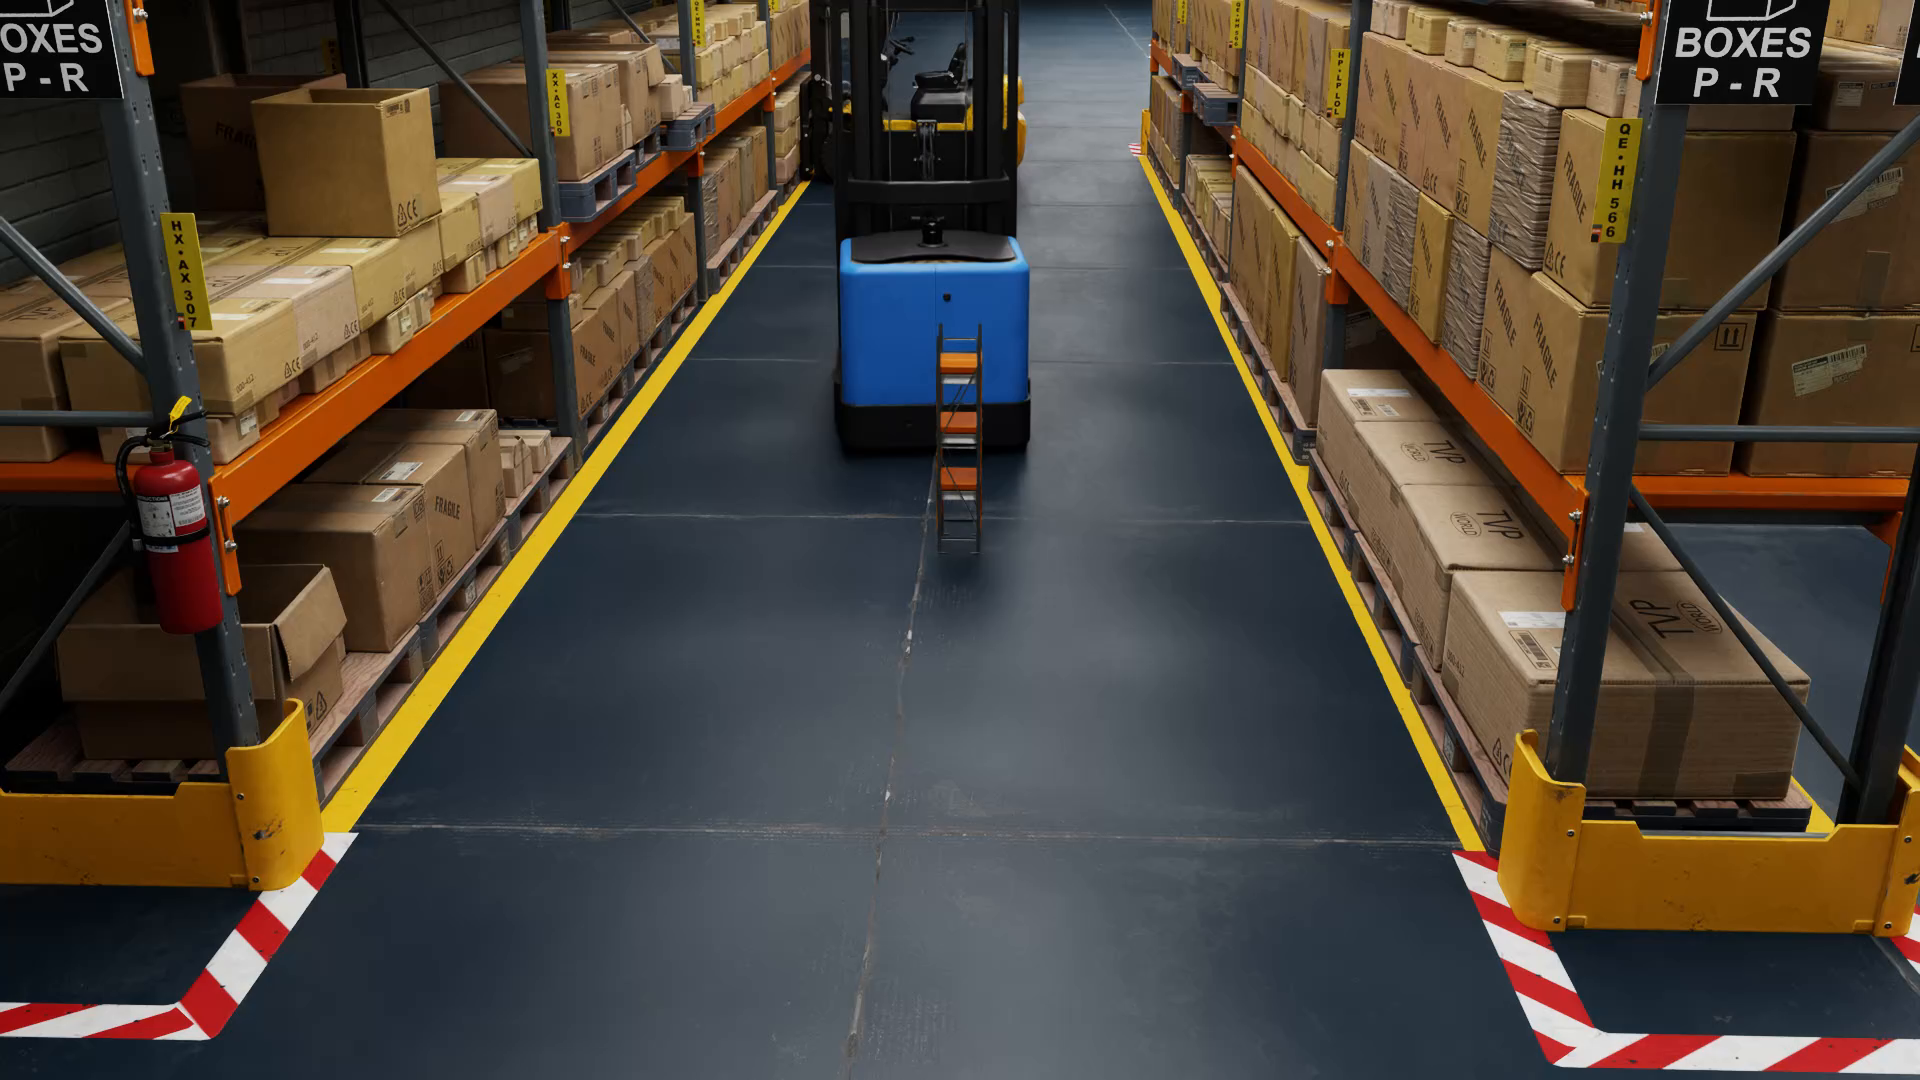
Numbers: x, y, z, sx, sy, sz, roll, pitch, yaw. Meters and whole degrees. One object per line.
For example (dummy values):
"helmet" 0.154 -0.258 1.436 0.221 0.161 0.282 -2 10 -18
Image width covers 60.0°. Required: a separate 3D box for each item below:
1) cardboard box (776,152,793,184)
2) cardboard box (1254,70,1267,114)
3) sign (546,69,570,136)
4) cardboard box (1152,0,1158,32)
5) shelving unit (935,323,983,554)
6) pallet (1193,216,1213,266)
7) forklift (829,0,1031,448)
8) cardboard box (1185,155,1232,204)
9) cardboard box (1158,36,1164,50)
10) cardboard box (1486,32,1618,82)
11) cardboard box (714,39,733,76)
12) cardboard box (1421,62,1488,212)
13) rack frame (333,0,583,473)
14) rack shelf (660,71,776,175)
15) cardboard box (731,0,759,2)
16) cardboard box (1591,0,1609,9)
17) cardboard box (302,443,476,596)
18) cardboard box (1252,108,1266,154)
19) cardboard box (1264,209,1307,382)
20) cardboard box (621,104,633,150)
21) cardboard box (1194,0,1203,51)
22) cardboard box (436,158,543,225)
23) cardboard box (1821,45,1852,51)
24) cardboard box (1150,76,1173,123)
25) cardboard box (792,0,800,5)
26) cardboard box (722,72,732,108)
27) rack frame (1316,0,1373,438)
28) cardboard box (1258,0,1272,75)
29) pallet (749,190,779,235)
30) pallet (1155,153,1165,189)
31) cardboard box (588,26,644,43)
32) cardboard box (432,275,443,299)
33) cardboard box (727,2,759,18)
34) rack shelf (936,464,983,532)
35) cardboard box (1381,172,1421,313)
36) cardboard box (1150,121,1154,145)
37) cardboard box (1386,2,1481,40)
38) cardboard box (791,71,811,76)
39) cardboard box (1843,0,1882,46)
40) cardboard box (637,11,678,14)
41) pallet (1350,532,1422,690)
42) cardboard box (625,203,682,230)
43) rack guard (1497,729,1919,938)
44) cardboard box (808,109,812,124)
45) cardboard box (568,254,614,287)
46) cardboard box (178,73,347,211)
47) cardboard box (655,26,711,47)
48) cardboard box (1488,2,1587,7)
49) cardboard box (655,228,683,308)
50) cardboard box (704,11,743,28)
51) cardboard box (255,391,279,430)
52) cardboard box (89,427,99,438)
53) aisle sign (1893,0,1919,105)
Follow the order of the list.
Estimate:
"cardboard box" -1.969 -3.765 16.806 0.500 0.250 0.500 1 21 2
"cardboard box" 2.246 -2.976 11.068 0.500 0.250 0.500 1 21 3
"sign" -2.015 -2.188 8.324 0.100 0.325 0.005 1 21 2
"cardboard box" 2.477 -6.090 19.028 0.500 0.500 0.500 0 21 1
"shelving unit" -0.002 -0.470 7.789 0.215 1.050 0.252 1 21 2
"pallet" 2.590 -2.603 14.445 1.003 0.211 1.213 1 21 2
"forklift" -0.220 -2.362 10.064 1.130 2.935 3.031 -1 21 -3
"cardboard box" 2.633 -3.408 15.716 0.950 0.372 0.625 1 21 2
"cardboard box" 2.415 -5.557 18.552 0.380 0.149 0.250 1 21 2
"cardboard box" 2.077 -1.697 5.838 0.380 0.149 0.250 1 21 3
"cardboard box" -2.128 -3.924 13.513 0.500 0.250 0.500 0 21 0
"cardboard box" 2.081 -1.527 6.298 0.500 0.500 0.500 0 21 1
"rack frame" -2.558 -1.787 8.488 1.000 3.000 0.127 1 21 2
"rack shelf" -2.375 -3.621 14.210 1.077 0.370 4.000 1 21 2
"cardboard box" -2.008 -5.279 16.043 0.380 0.149 0.250 1 21 3
"cardboard box" 7.753 -5.990 19.113 0.875 0.550 0.550 1 21 2
"cardboard box" -2.385 -0.090 6.990 0.500 0.500 0.500 1 21 3
"cardboard box" 2.261 -2.750 11.178 0.500 0.250 0.500 0 21 0
"cardboard box" 2.362 -1.491 10.081 0.875 0.875 0.875 1 21 3
"cardboard box" -2.132 -2.418 9.720 0.396 0.266 0.258 2 21 4
"cardboard box" 2.303 -4.481 14.302 0.500 0.500 0.500 1 21 1
"cardboard box" -2.330 -1.669 7.980 0.500 0.250 0.500 1 21 3
"cardboard box" 2.619 -1.512 5.361 0.380 0.149 0.250 0 21 0
"cardboard box" 2.467 -5.039 19.053 0.500 0.500 0.500 0 21 0
"cardboard box" -1.938 -5.883 18.008 0.380 0.149 0.250 1 21 2
"cardboard box" -2.150 -3.689 13.598 0.500 0.250 0.500 0 21 0
"rack frame" 2.404 -1.734 8.351 1.000 3.000 0.127 1 21 2
"cardboard box" 2.260 -3.338 10.964 0.500 0.500 0.500 1 21 2
"pallet" -2.298 -3.113 15.760 1.003 0.211 1.213 1 21 2
"pallet" 2.666 -4.012 18.077 1.003 0.211 1.213 1 21 2
"cardboard box" -2.664 -3.891 12.876 0.380 0.149 0.250 1 21 2
"cardboard box" -2.420 -1.084 7.024 0.380 0.149 0.250 1 21 2
"cardboard box" -2.042 -5.141 16.097 0.380 0.149 0.250 0 21 1
"rack shelf" -0.002 -0.201 7.894 0.215 0.259 0.240 1 21 2
"cardboard box" 2.087 -1.252 6.971 0.500 0.500 0.500 1 21 2
"cardboard box" 2.468 -4.698 19.211 0.500 0.250 0.500 0 21 1
"cardboard box" 2.143 -2.345 7.509 0.380 0.149 0.250 1 21 2
"cardboard box" -1.895 -5.336 19.473 0.500 0.250 0.500 1 21 3
"cardboard box" 7.527 -4.206 13.201 0.700 0.500 0.500 0 21 1
"cardboard box" -2.629 -4.535 14.535 0.380 0.149 0.250 1 21 2
"pallet" 2.268 0.282 7.009 1.003 0.211 1.213 1 21 2
"cardboard box" -2.175 -2.286 11.752 0.380 0.149 0.250 0 21 -1
"rack guard" 2.281 0.886 5.053 1.175 0.500 0.348 1 21 2
"cardboard box" -1.916 -4.725 18.590 0.500 0.250 0.500 0 21 0
"cardboard box" -2.314 -1.630 10.061 0.380 0.149 0.250 1 21 1
"cardboard box" -2.869 -1.670 6.946 0.500 0.500 0.500 0 21 0
"cardboard box" -2.143 -3.884 12.858 0.380 0.149 0.250 1 21 3
"cardboard box" 2.596 -2.340 7.496 0.380 0.149 0.250 1 21 3
"cardboard box" -2.260 -1.928 11.726 0.500 0.500 0.500 0 21 1
"cardboard box" -2.099 -4.531 14.524 0.380 0.149 0.250 0 21 0
"cardboard box" -2.434 -0.432 5.343 0.380 0.149 0.250 1 21 3
"cardboard box" -2.869 -0.438 5.358 0.380 0.149 0.250 1 21 3
"aisle sign" 2.570 -1.470 4.078 0.394 0.787 0.004 1 21 2
